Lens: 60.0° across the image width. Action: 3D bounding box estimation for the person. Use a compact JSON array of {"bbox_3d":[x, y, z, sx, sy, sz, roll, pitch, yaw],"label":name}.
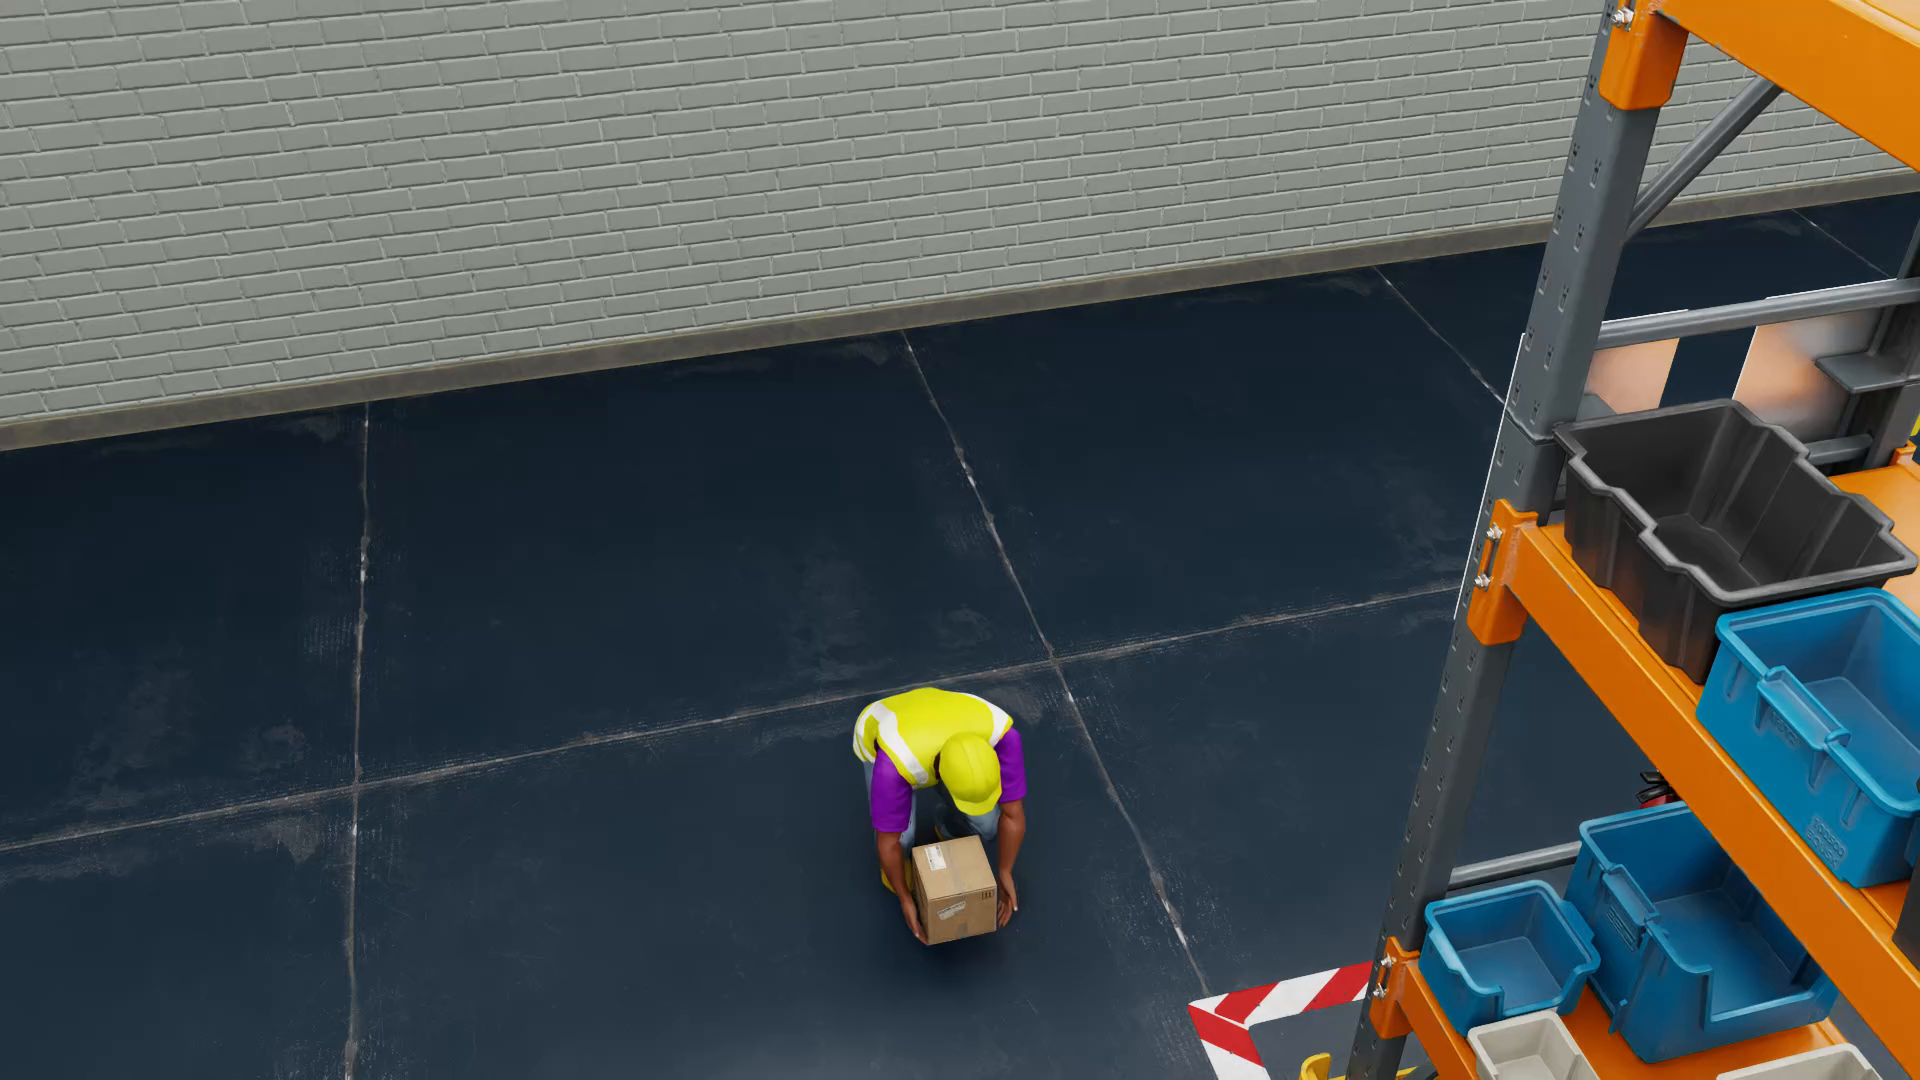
[{"bbox_3d":[-0.074,0.910,6.150,0.585,1.009,0.894,-9,39,-12],"label":"person"}]
